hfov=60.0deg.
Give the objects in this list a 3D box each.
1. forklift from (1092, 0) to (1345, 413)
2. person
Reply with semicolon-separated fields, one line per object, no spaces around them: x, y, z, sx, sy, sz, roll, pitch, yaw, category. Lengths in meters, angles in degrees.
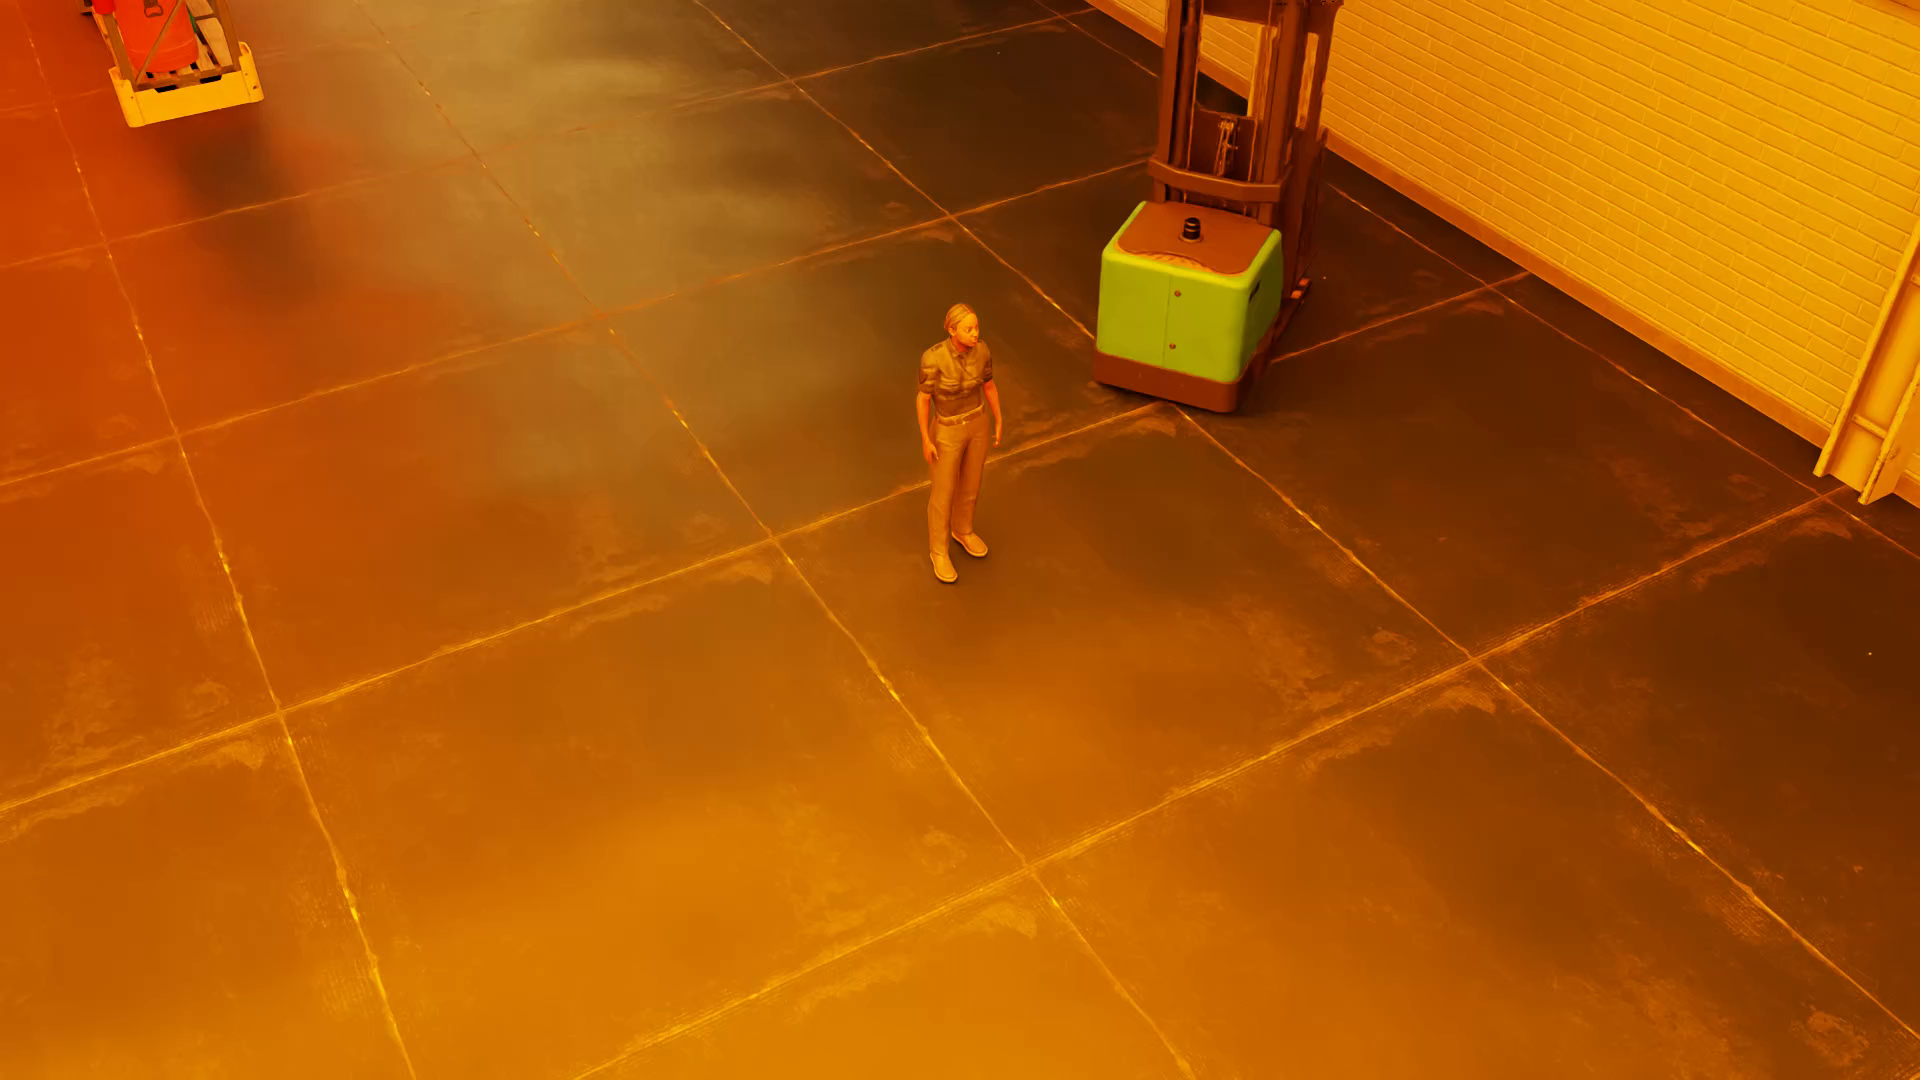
2.002;-2.929;11.567;1.130;2.935;3.031;16;42;19;forklift
0.026;-0.587;9.733;0.569;1.654;0.504;-20;44;-23;person
